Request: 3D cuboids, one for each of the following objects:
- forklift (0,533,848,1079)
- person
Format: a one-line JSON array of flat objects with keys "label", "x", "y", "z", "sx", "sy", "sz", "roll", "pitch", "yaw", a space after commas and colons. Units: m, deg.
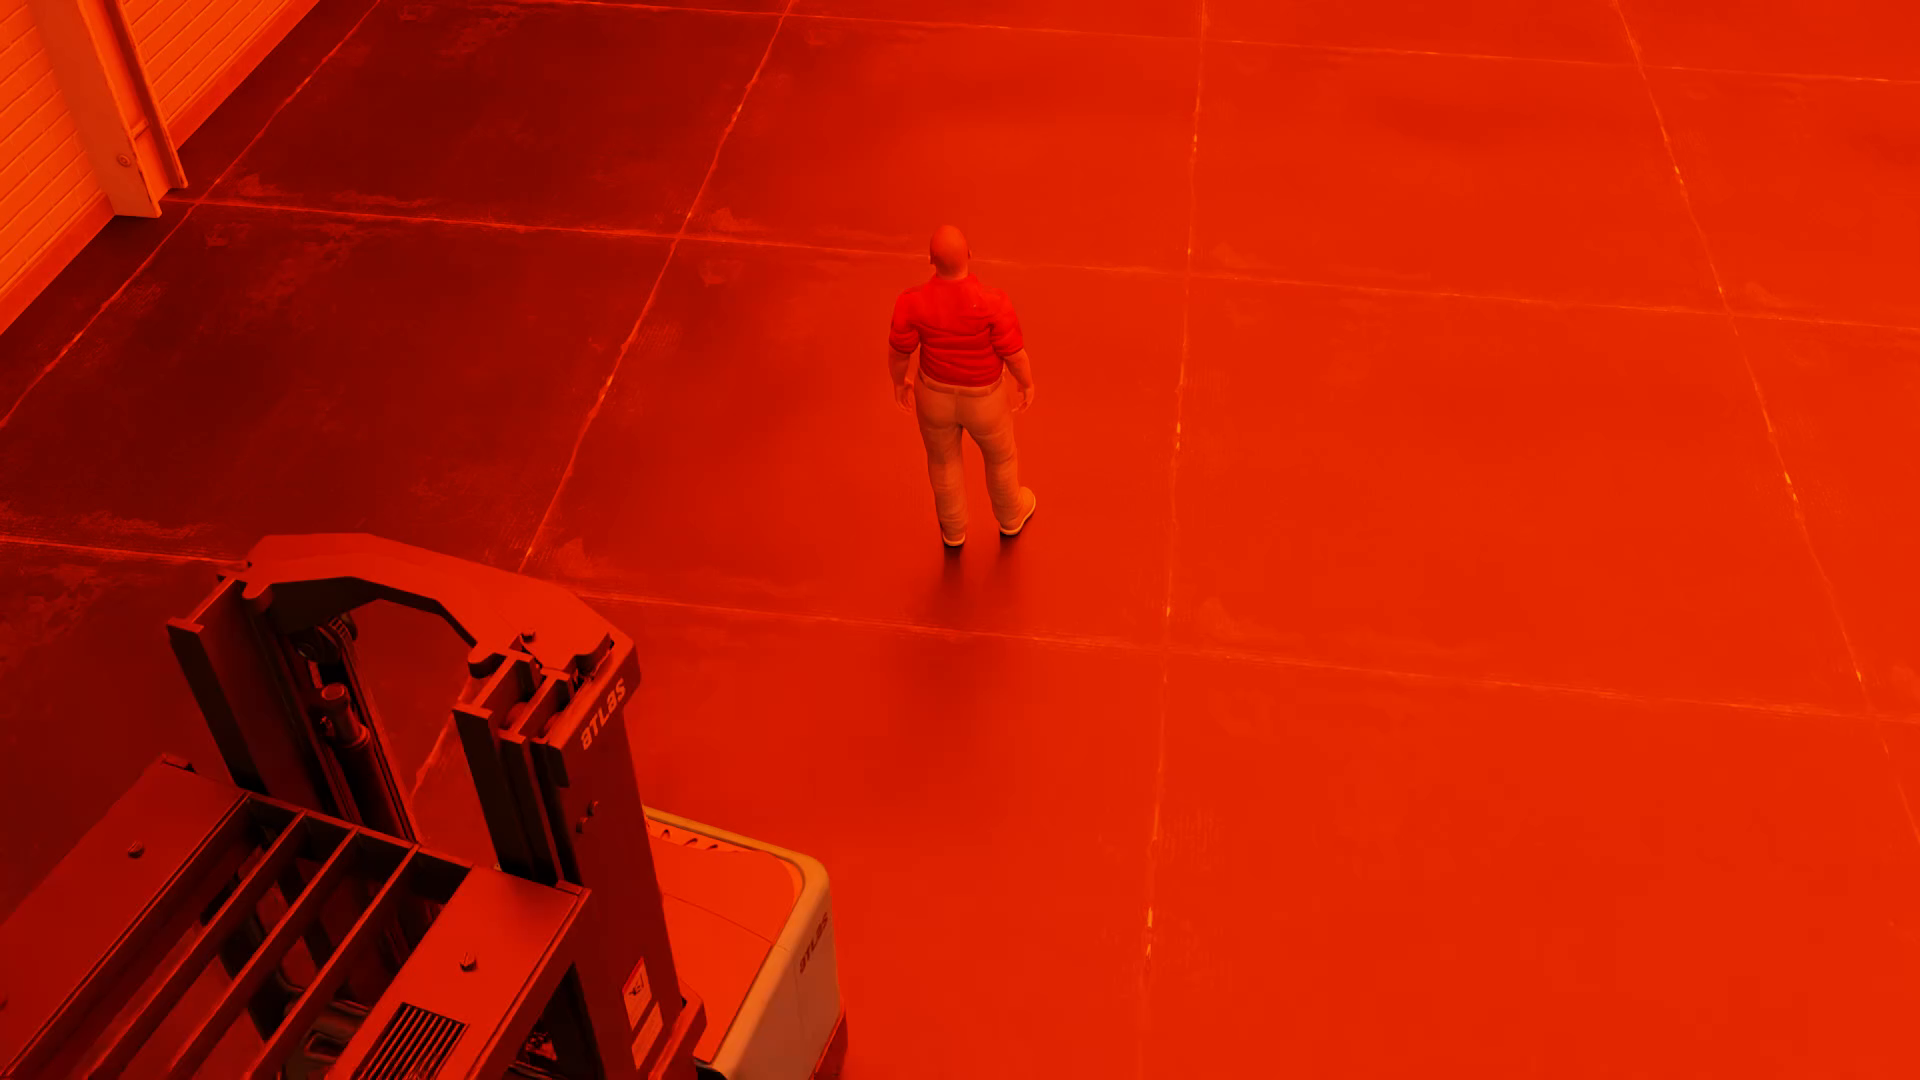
[{"label": "forklift", "x": -1.372, "y": 1.547, "z": 4.040, "sx": 1.130, "sy": 2.935, "sz": 3.031, "roll": 14, "pitch": 44, "yaw": 14}, {"label": "person", "x": 0.024, "y": -0.701, "z": 7.366, "sx": 0.640, "sy": 1.727, "sz": 0.551, "roll": 5, "pitch": 43, "yaw": 6}]
